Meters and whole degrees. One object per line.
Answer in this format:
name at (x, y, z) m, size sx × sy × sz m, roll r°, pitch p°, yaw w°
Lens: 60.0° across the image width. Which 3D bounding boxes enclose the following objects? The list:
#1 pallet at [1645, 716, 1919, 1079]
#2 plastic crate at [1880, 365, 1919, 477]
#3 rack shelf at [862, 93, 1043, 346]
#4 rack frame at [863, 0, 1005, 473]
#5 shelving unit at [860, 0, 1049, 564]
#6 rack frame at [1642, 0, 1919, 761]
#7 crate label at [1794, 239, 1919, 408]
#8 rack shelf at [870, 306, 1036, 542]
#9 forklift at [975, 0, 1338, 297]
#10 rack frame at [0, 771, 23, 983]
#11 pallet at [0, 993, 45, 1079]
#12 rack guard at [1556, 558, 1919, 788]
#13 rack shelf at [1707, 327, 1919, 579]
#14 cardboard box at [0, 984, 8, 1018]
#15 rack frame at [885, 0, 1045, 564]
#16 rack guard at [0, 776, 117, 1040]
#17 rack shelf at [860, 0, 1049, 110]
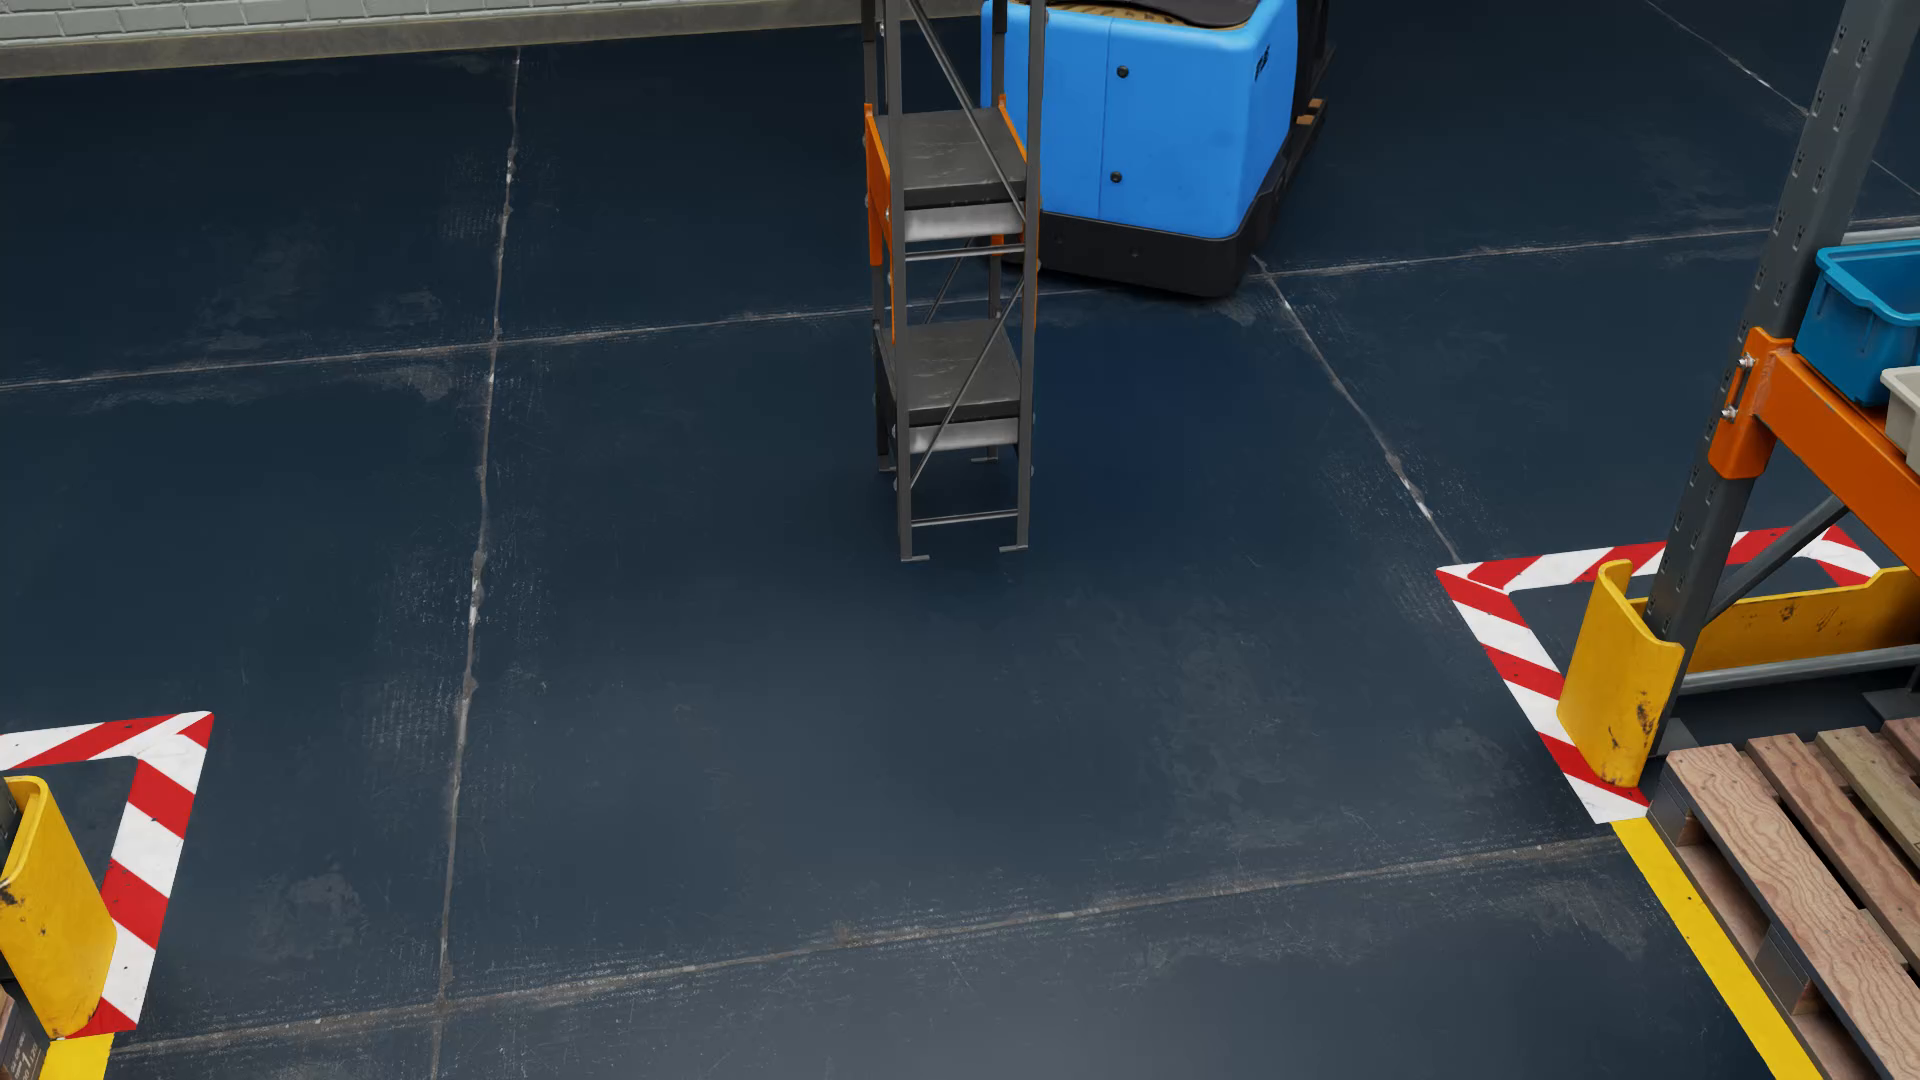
pallet at (2.377, 0.929, 3.882) m, size 1.003 × 0.211 × 1.213 m, roll -6°, pitch 38°, yaw -8°
plastic crate at (1.965, -0.207, 3.237) m, size 0.250 × 0.136 × 0.298 m, roll -6°, pitch 38°, yaw -8°
rack shelf at (-0.029, -0.918, 4.743) m, size 0.431 × 0.518 × 0.480 m, roll -6°, pitch 38°, yaw -8°
rack frame at (-0.072, -1.077, 4.924) m, size 0.400 × 2.100 × 0.015 m, roll -6°, pitch 38°, yaw -8°
shelving unit at (-0.029, -0.929, 4.735) m, size 0.431 × 2.100 × 0.503 m, roll -6°, pitch 38°, yaw -8°
rack frame at (2.271, -0.674, 3.673) m, size 1.000 × 3.000 × 0.127 m, roll -6°, pitch 38°, yaw -8°
crate label at (1.990, -0.447, 3.468) m, size 0.416 × 0.233 × 0.303 m, roll -6°, pitch 38°, yaw -8°
rack shelf at (-0.029, -0.366, 5.172) m, size 0.431 × 0.518 × 0.480 m, roll -6°, pitch 38°, yaw -8°
forklift at (1.052, -2.988, 6.707) m, size 1.130 × 2.935 × 3.031 m, roll 13°, pitch 40°, yaw 16°
rack frame at (-2.606, -0.144, 2.990) m, size 1.000 × 3.000 × 0.127 m, roll -6°, pitch 38°, yaw -8°
pallet at (-2.452, 1.485, 3.167) m, size 1.003 × 0.211 × 1.213 m, roll -6°, pitch 38°, yaw -8°
rack guard at (2.254, 0.300, 4.457) m, size 1.175 × 0.500 × 0.348 m, roll -6°, pitch 38°, yaw -8°
rack shelf at (2.622, 0.818, 2.339) m, size 1.077 × 0.370 × 4.000 m, roll -6°, pitch 38°, yaw -8°
cardboard box at (-2.269, 0.972, 3.233) m, size 0.500 × 0.500 × 0.500 m, roll -6°, pitch 38°, yaw -8°
rack frame at (0.014, -0.782, 4.545) m, size 0.400 × 2.100 × 0.015 m, roll -6°, pitch 38°, yaw -8°
rack guard at (-2.593, 0.889, 3.698) m, size 1.175 × 0.500 × 0.348 m, roll -6°, pitch 38°, yaw -8°
rack shelf at (-0.029, -1.471, 4.313) m, size 0.431 × 0.518 × 0.480 m, roll -6°, pitch 38°, yaw -8°
